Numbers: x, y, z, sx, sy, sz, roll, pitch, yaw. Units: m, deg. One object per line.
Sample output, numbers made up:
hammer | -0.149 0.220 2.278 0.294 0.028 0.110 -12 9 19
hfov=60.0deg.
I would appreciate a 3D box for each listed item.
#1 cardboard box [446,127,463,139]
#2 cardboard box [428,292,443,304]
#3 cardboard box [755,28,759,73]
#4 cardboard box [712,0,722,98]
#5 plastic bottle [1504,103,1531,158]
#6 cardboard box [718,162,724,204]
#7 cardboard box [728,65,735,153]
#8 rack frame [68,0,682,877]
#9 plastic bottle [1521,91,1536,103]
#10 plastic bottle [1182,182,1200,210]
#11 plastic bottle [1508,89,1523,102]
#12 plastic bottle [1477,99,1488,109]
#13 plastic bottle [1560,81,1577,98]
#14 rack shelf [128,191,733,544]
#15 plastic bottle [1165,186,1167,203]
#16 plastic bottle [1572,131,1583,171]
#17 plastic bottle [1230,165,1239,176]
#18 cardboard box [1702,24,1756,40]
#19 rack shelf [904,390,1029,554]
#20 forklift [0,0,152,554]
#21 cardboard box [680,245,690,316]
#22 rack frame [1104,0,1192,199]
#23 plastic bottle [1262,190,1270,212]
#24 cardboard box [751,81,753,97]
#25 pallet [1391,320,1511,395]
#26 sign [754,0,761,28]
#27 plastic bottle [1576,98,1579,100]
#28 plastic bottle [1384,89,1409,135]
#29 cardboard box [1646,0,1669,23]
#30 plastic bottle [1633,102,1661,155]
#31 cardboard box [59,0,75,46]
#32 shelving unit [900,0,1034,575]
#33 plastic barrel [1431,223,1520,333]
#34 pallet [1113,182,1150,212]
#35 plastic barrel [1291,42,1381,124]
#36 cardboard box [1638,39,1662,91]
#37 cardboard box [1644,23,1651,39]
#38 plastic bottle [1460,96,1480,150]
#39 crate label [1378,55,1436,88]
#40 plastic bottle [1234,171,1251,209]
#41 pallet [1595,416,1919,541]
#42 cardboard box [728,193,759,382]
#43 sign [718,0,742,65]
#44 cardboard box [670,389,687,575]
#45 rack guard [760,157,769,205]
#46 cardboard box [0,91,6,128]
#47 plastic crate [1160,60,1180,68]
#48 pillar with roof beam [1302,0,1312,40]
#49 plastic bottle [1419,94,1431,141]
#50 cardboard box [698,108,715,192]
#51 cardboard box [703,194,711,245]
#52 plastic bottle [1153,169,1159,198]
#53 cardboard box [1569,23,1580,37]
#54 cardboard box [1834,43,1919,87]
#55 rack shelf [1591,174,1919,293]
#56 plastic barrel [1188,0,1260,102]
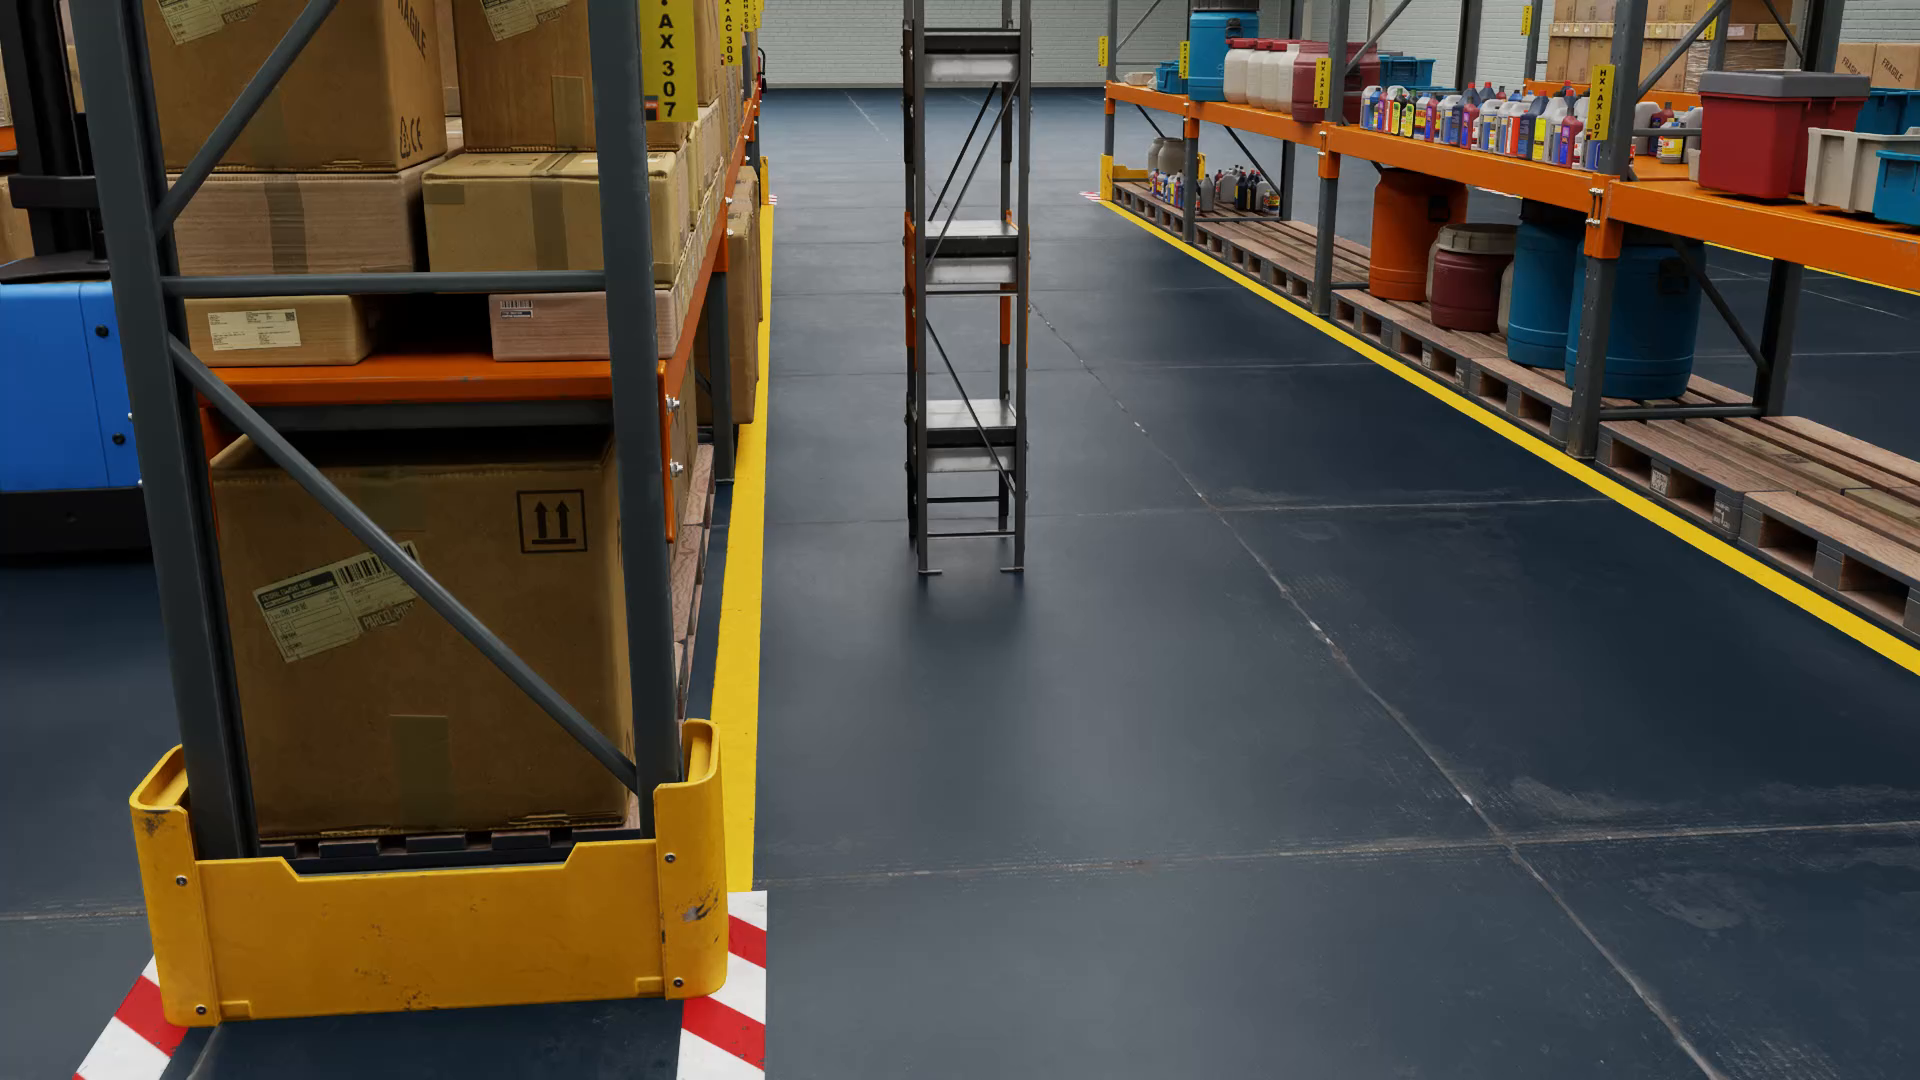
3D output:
cardboard box | -1.525 -1.003 4.617 0.500 0.250 0.500 -2 18 -8
cardboard box | -1.549 -0.696 4.307 0.380 0.149 0.250 -1 17 -5
cardboard box | -2.556 -5.140 17.378 0.875 0.500 0.500 -2 18 -6
cardboard box | -1.205 -1.985 6.492 0.500 0.500 0.500 -1 17 -4
plastic bottle | 2.956 -2.145 8.710 0.152 0.276 0.135 -2 18 -6
cardboard box | -1.135 -1.408 6.572 0.380 0.149 0.250 -1 17 -5
cardboard box | -1.480 -2.330 8.925 0.500 0.500 0.500 -1 17 -5
rack frame | -1.106 -0.493 3.241 1.000 3.000 0.127 -2 18 -6
plastic bottle | 3.519 -2.641 10.298 0.097 0.271 0.097 0 17 0
plastic bottle | 2.230 -3.351 16.030 0.144 0.351 0.185 -2 18 -7
plastic bottle | 3.499 -2.699 10.482 0.097 0.271 0.097 0 17 0
plastic bottle | 2.926 -2.328 9.299 0.097 0.271 0.097 0 17 0
plastic bottle | 3.554 -2.510 9.746 0.144 0.351 0.185 -2 18 -6
rack shelf | -1.312 -0.746 5.247 1.077 0.370 4.000 -2 18 -6
plastic bottle | 2.124 -3.516 16.805 0.097 0.201 0.097 0 17 0
plastic bottle | 3.006 -1.884 8.003 0.097 0.201 0.097 0 17 0
plastic bottle | 2.830 -3.659 17.013 0.144 0.351 0.185 -1 17 -3
cardboard box | 7.269 -4.805 15.725 0.380 0.149 0.250 -2 18 -6
rack shelf | 0.017 -0.272 6.419 0.431 0.518 0.480 -2 18 -6
forklift | -3.443 -1.743 7.335 1.130 2.935 3.031 -3 18 -9
cardboard box | -0.869 -0.642 4.134 0.380 0.149 0.250 -2 18 -7
rack frame | 2.170 -5.413 18.912 1.000 3.000 0.127 -2 18 -6
plastic bottle | 2.965 -3.265 16.008 0.097 0.201 0.097 0 17 0
cardboard box | -2.080 -4.097 15.139 0.380 0.149 0.250 -2 18 -6
pallet | 3.241 -1.103 9.839 1.003 0.211 1.213 -2 18 -6
sign | -1.792 -4.639 14.513 0.100 0.325 0.005 -2 18 -6
plastic bottle | 3.471 -2.360 9.402 0.097 0.271 0.097 0 17 0
plastic bottle | 2.766 -2.694 10.457 0.152 0.276 0.135 -2 18 -6
cardboard box | 7.354 -5.472 16.766 0.700 0.500 0.500 -2 18 -6
plastic bottle | 3.644 -2.204 8.898 0.152 0.276 0.135 -2 18 -6
cardboard box | -7.124 -4.019 12.634 0.700 0.500 0.500 -2 18 -5
shelving unit | 0.017 -0.952 6.205 0.431 2.100 0.503 -2 18 -6
plastic barrel | 3.179 -1.598 10.084 0.600 0.588 0.708 -2 18 -6
pallet | 2.303 -3.820 18.491 1.003 0.211 1.213 -2 18 -6
plastic barrel | 2.646 -3.224 11.710 0.600 0.536 0.708 -2 18 -6
cardboard box | 7.349 -4.860 16.982 0.700 0.500 0.500 -2 17 -5
cardboard box | 7.139 -5.183 16.930 0.380 0.149 0.250 -1 17 -4
plastic bottle | 2.849 -2.326 9.272 0.061 0.283 0.133 -2 18 -6
crate label | 3.162 -3.351 12.284 0.502 0.435 0.616 -2 18 -6
plastic bottle | 2.769 -3.417 16.240 0.144 0.351 0.185 -2 18 -6
pallet | 3.522 -0.290 7.248 1.003 0.211 1.213 -2 18 -6
cardboard box | -1.698 -1.328 8.745 1.225 0.875 0.875 -2 18 -8
sign | -0.967 -2.154 6.951 0.100 0.325 0.005 -2 18 -6
cardboard box | -1.437 -0.405 5.804 0.875 0.875 0.875 -2 18 -6
rack guard | -2.749 -4.045 18.727 1.175 0.500 0.348 -2 18 -6
cardboard box | -6.653 -2.944 10.878 0.500 0.500 0.500 -2 17 -5
plastic crate | 2.519 -5.203 18.489 0.499 0.251 0.616 -2 18 -6
pillar with roof beam | 5.581 -17.205 46.456 9.100 9.000 0.400 -2 18 -6
plastic bottle | 2.798 -2.519 9.907 0.097 0.271 0.097 0 17 0
cardboard box | -1.104 -1.326 5.646 0.500 0.250 0.500 -1 17 -5
cardboard box | -1.003 -1.026 5.356 0.380 0.149 0.250 -1 17 -5
plastic bottle | 2.052 -3.709 17.285 0.061 0.283 0.133 -1 17 -5
cardboard box | 6.978 -5.646 18.403 0.380 0.149 0.250 -2 18 -5
cardboard box | 7.679 -3.886 13.879 0.500 0.500 0.500 -2 18 -6
rack shelf | 3.614 -0.899 5.734 1.077 0.370 4.000 -2 18 -6
plastic barrel | 2.321 -4.336 14.645 0.600 0.901 0.708 -2 18 -6
